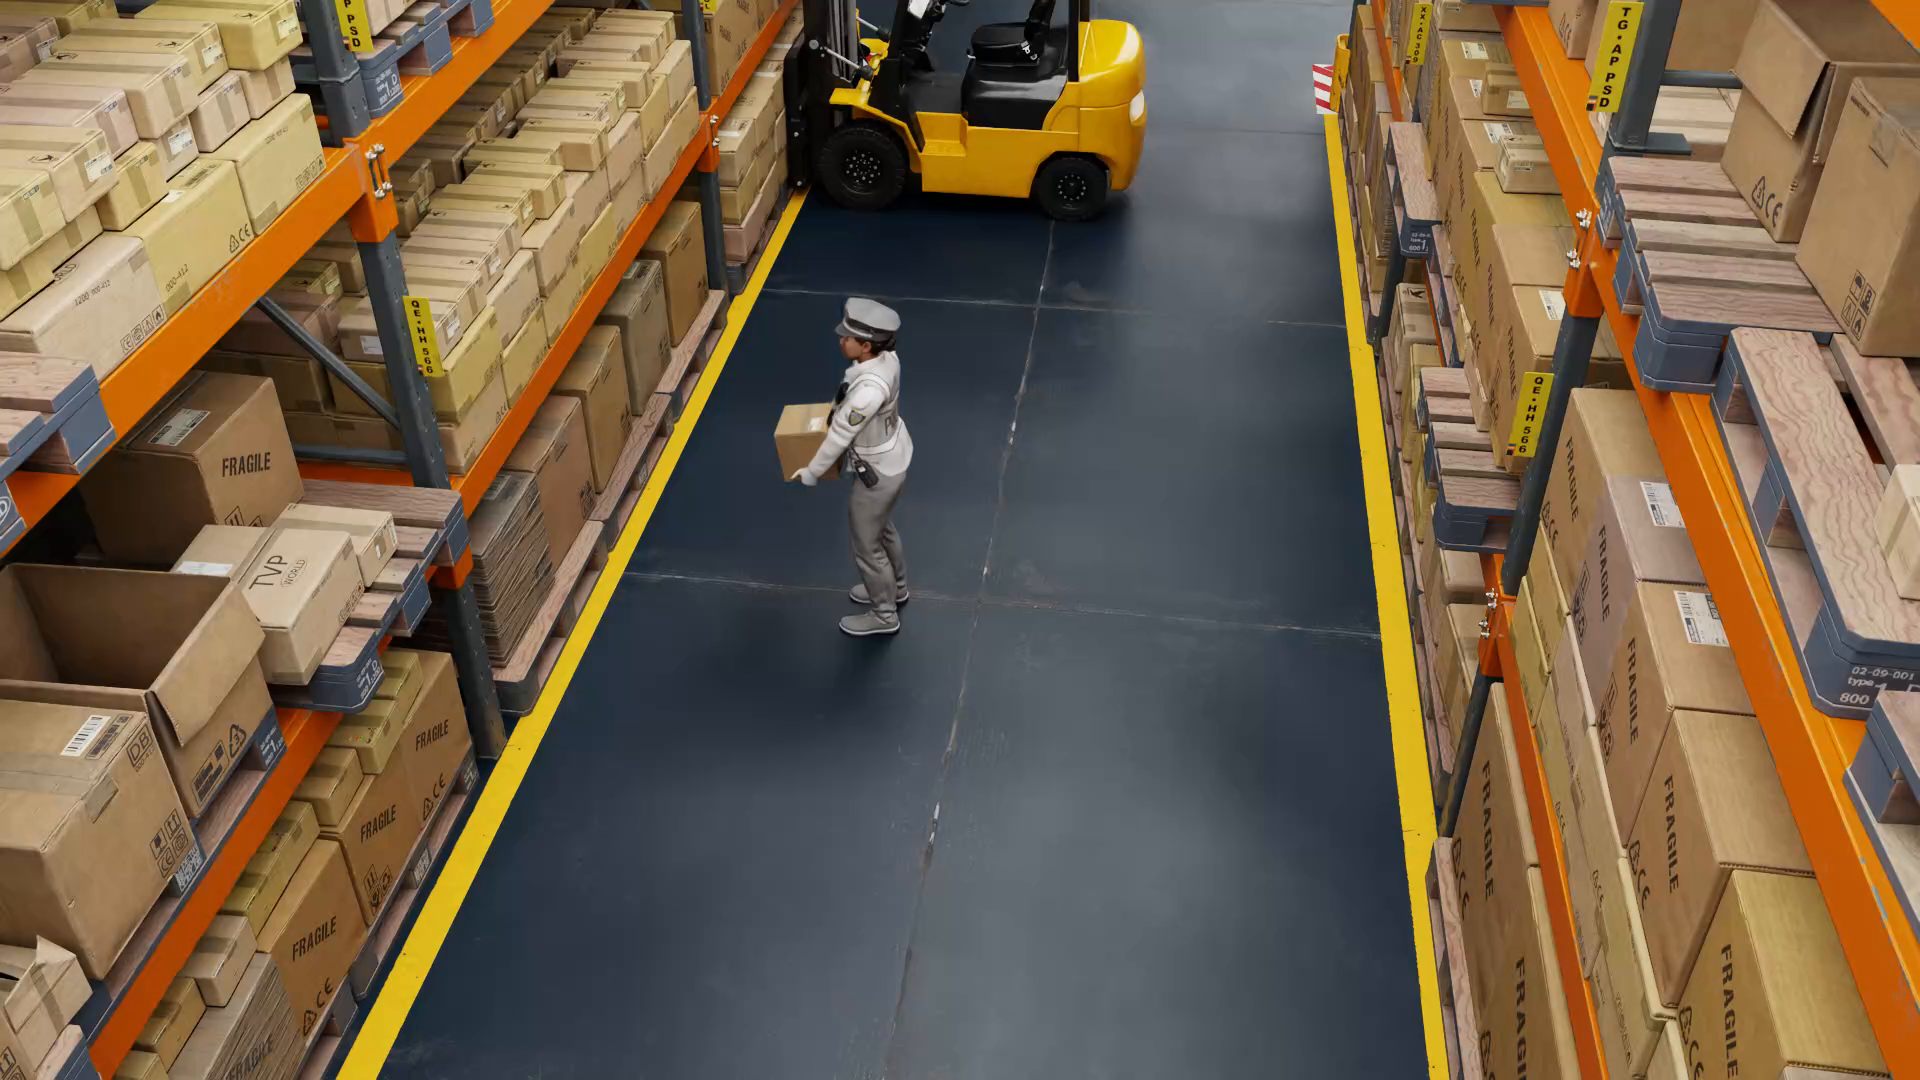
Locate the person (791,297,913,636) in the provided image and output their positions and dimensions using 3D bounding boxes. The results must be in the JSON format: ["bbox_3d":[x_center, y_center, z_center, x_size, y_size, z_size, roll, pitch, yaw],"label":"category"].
[{"bbox_3d":[-0.475,-0.322,7.463,0.523,1.687,0.416,4,37,5],"label":"person"}]
